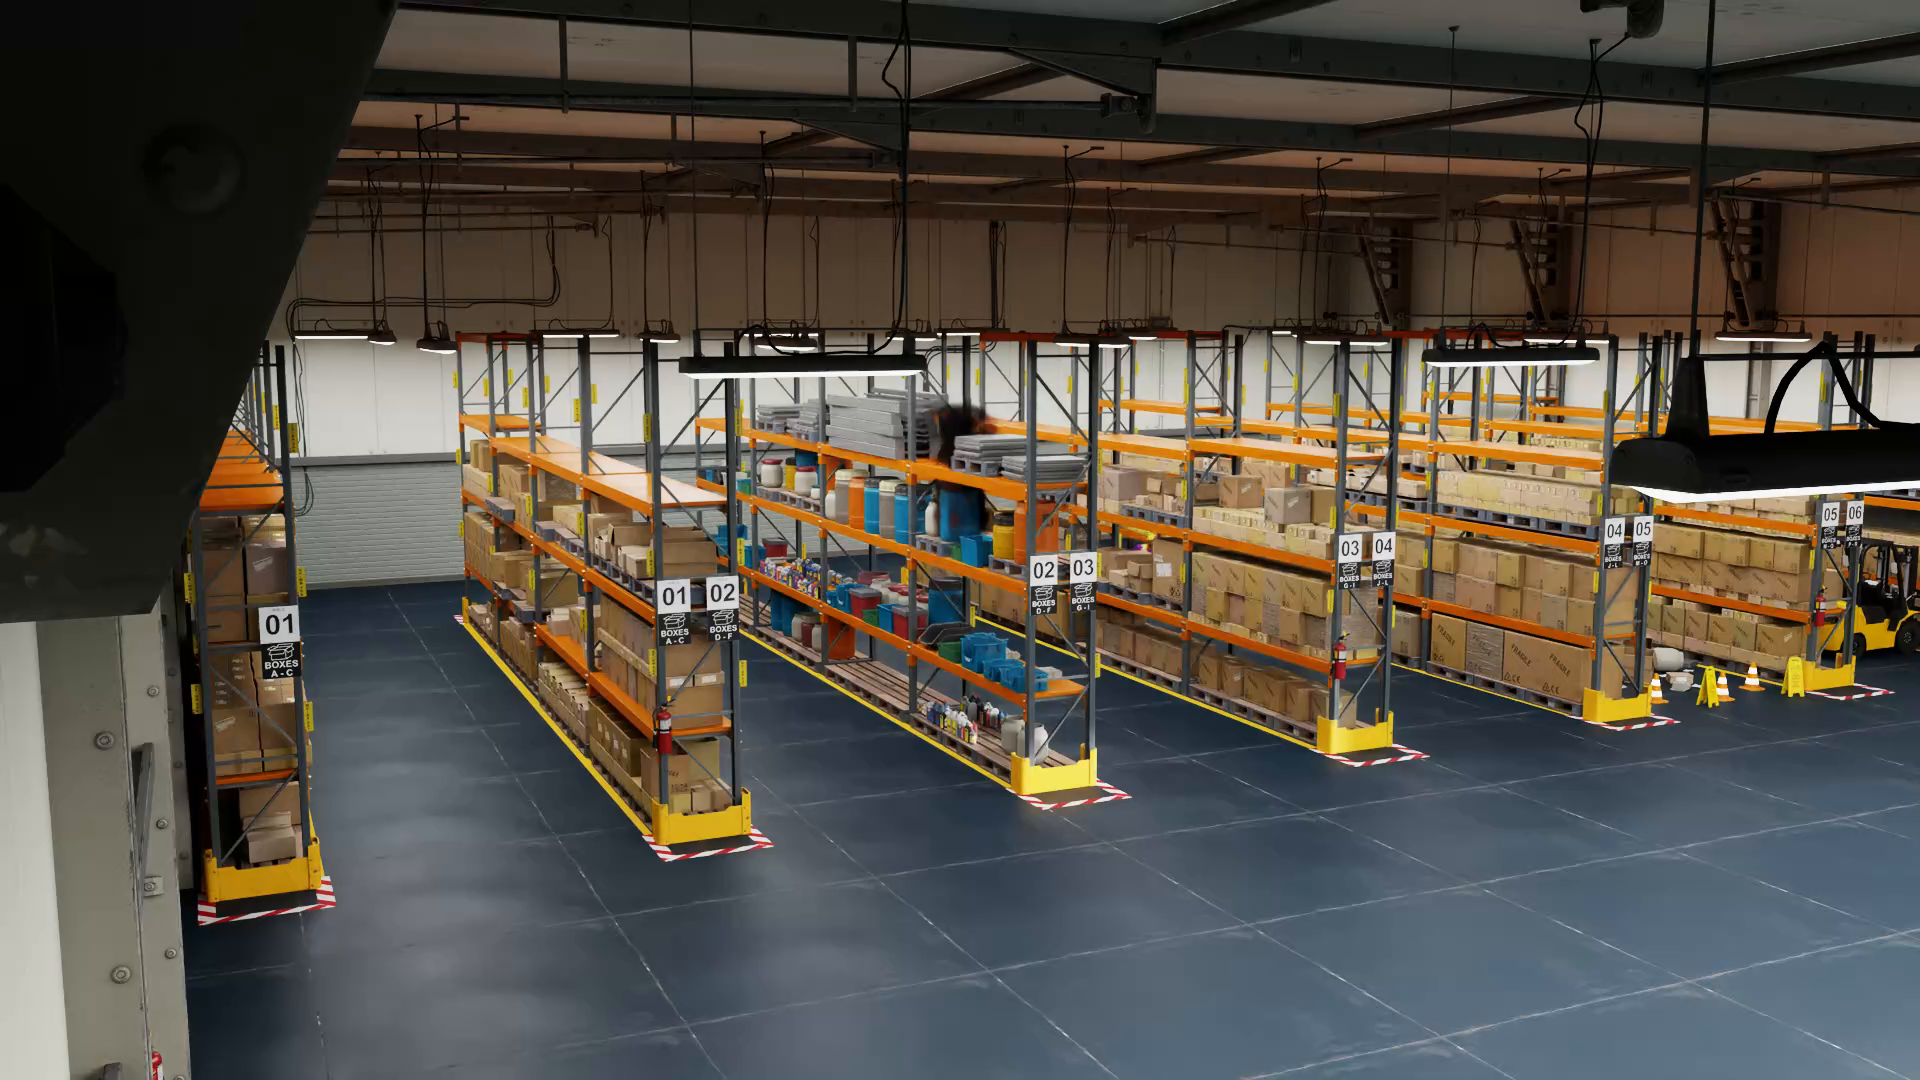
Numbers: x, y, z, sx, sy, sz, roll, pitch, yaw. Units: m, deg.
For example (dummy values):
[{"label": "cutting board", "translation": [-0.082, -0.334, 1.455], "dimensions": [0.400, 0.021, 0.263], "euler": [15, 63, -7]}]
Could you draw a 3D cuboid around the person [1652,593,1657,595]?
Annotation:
[{"label": "person", "translation": [14.295, 0.898, 33.912], "dimensions": [0.663, 1.752, 0.938], "euler": [-5, 9, -35]}]

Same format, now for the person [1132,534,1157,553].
[{"label": "person", "translation": [4.049, 0.651, 36.110], "dimensions": [0.734, 1.626, 0.911], "euler": [-3, 8, -18]}]
